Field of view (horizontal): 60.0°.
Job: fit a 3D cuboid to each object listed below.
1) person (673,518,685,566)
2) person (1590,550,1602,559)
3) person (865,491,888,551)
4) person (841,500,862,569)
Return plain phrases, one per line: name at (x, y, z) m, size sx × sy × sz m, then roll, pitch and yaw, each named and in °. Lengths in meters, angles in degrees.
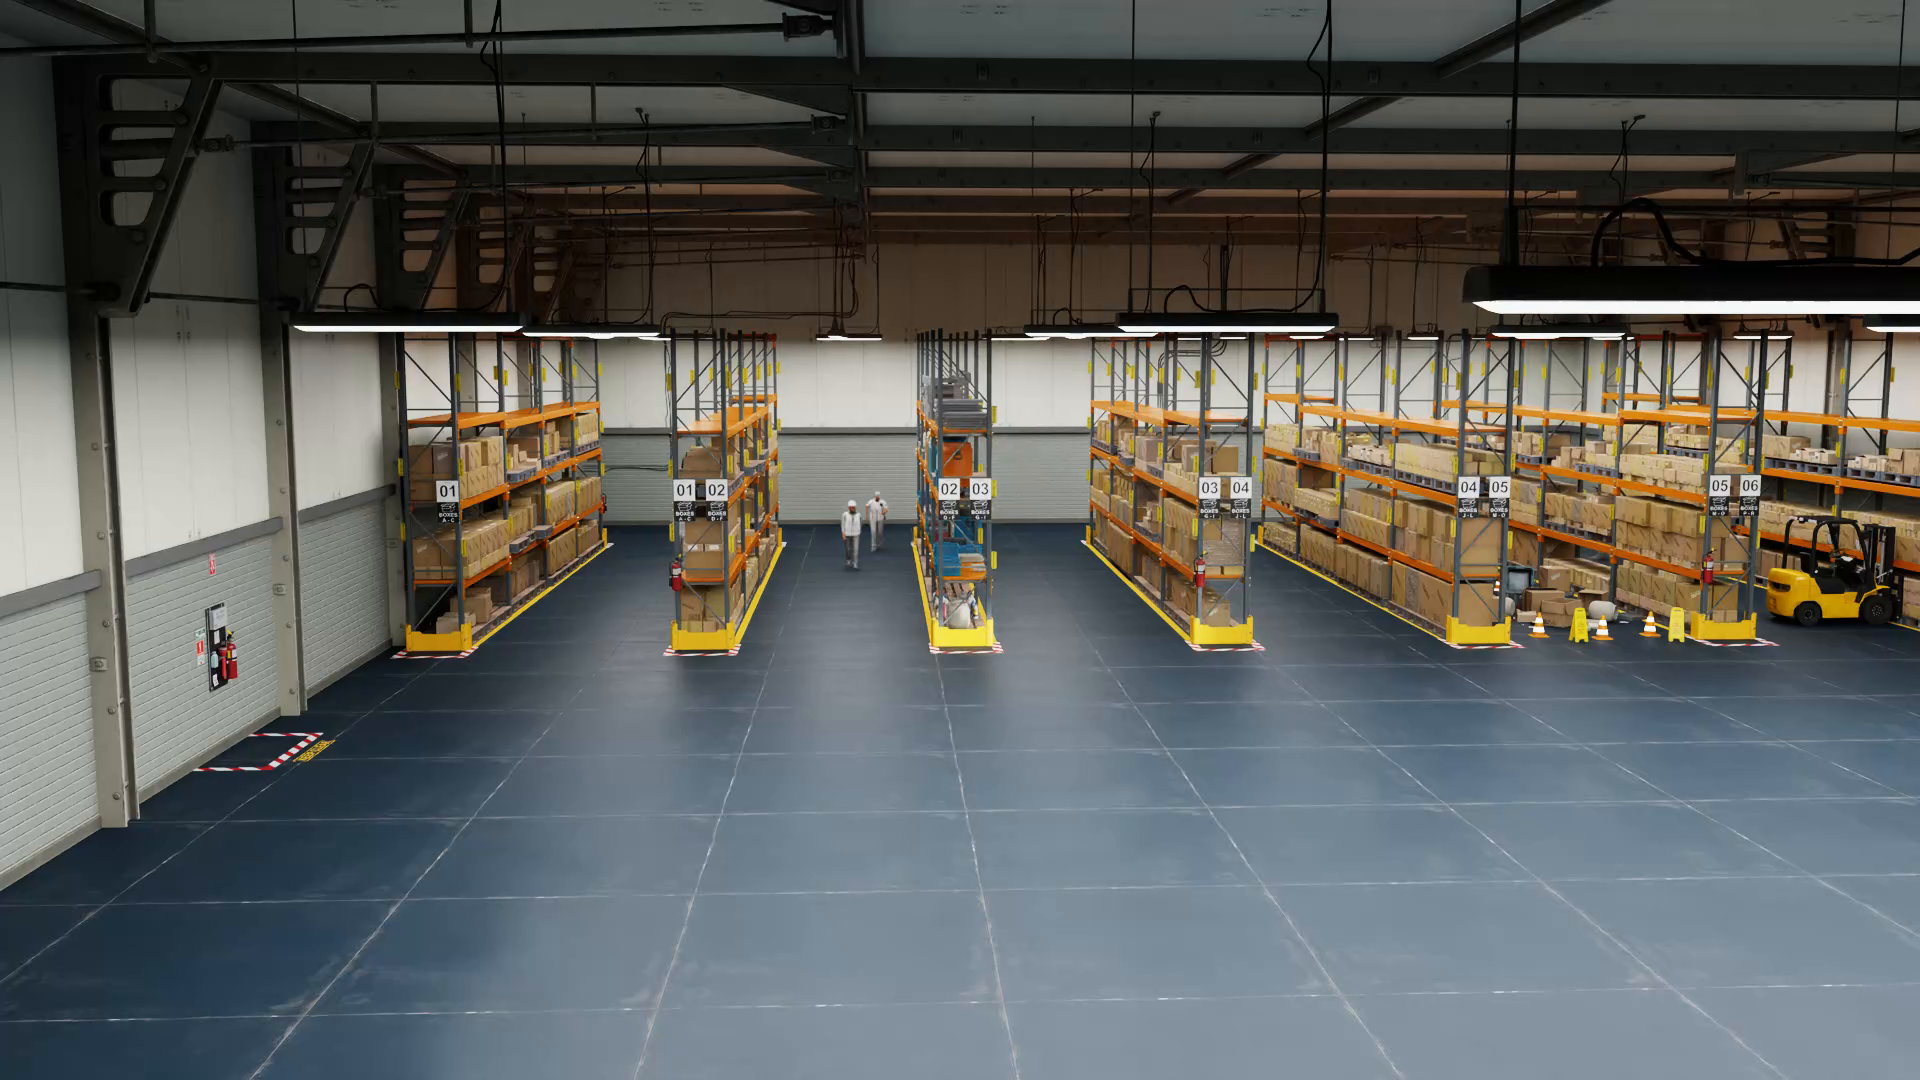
person at (-7.104, -0.116, 42.450) m, size 0.448 × 1.580 × 0.766 m, roll 0°, pitch 7°, yaw 3°
person at (17.034, -0.308, 44.294) m, size 0.427 × 1.719 × 0.530 m, roll 2°, pitch 7°, yaw 17°
person at (-2.314, -0.549, 46.089) m, size 0.650 × 1.614 × 0.982 m, roll 0°, pitch 7°, yaw 2°
person at (-2.767, -0.143, 42.470) m, size 0.544 × 1.736 × 0.988 m, roll -1°, pitch 7°, yaw -5°
